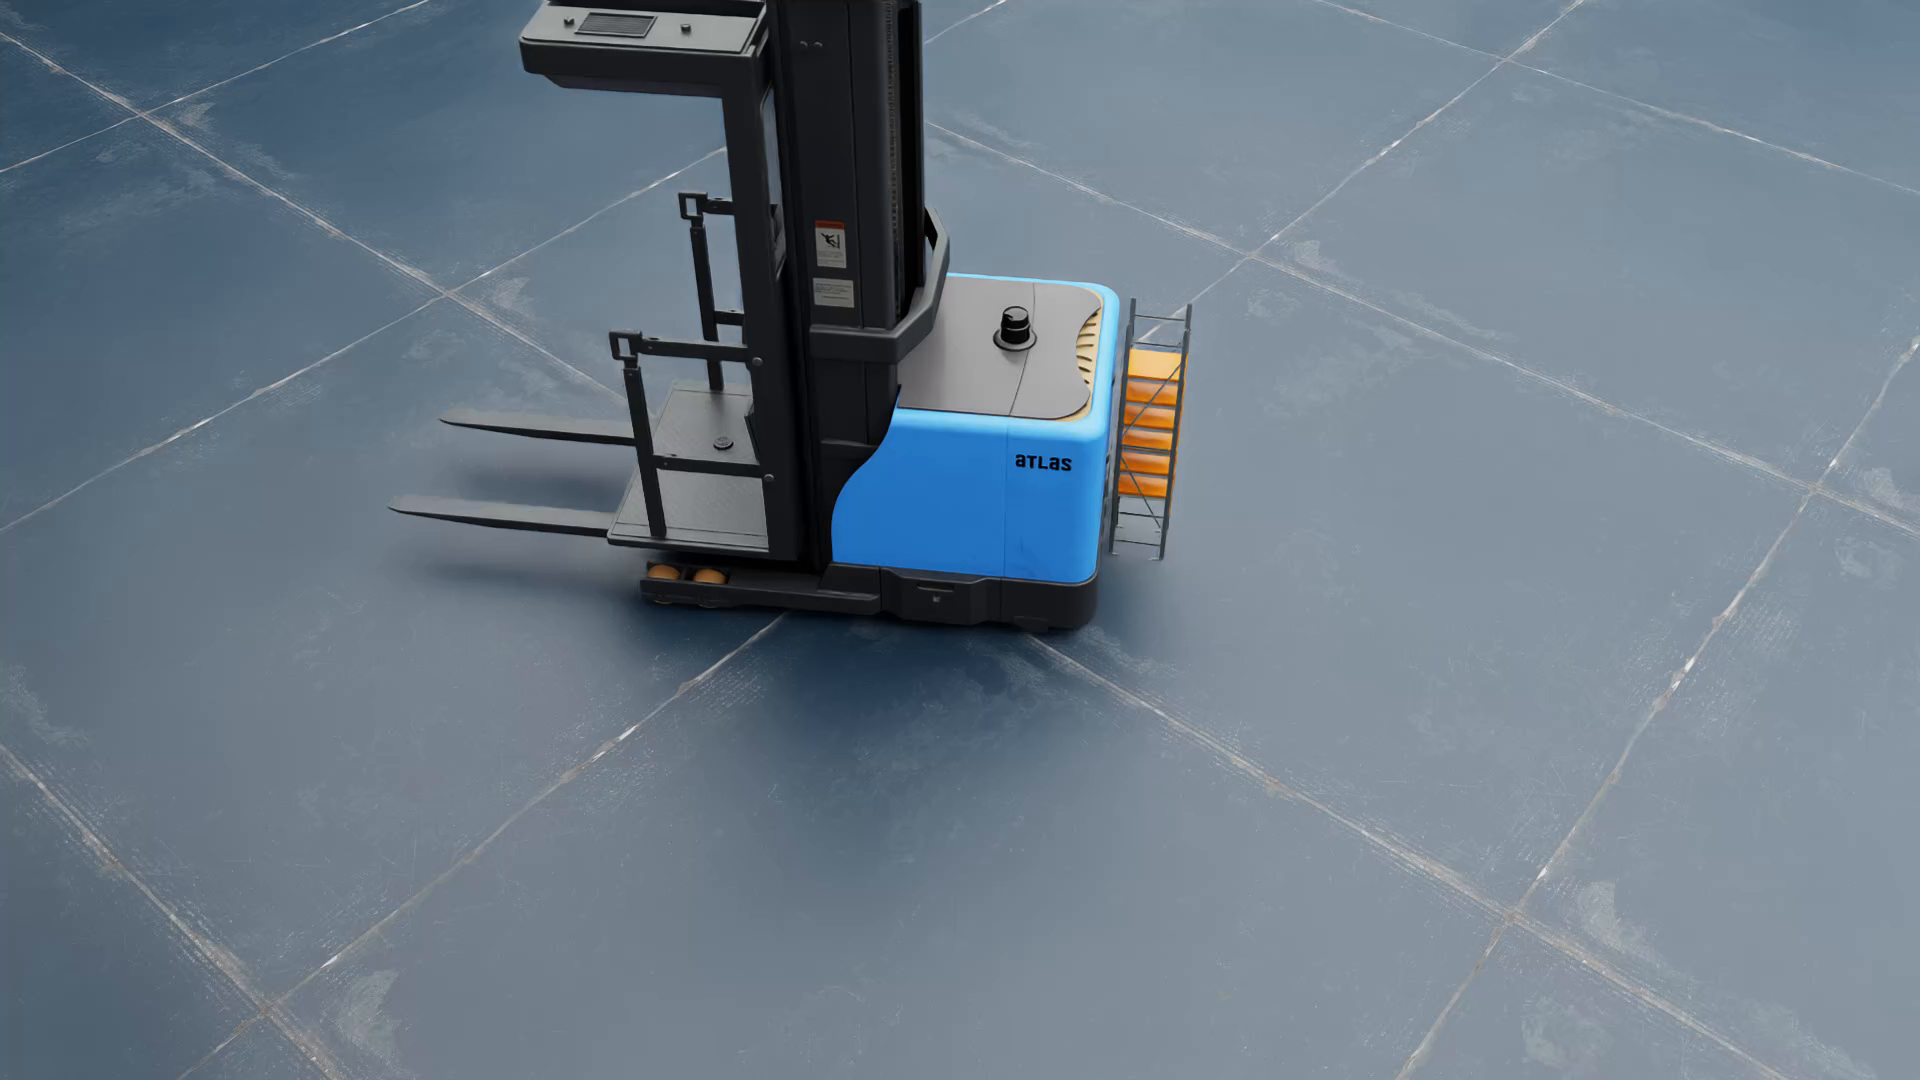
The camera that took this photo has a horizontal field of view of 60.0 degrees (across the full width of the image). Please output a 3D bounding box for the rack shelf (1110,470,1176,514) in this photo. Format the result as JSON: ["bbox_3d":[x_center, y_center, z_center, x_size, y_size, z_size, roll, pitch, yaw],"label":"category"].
[{"bbox_3d":[0.773,-0.220,7.022,0.258,0.103,0.180,7,43,7],"label":"rack shelf"}]

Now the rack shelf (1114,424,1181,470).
[{"bbox_3d":[0.773,-0.397,6.861,0.258,0.103,0.180,7,43,7],"label":"rack shelf"}]

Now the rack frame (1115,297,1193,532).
[{"bbox_3d":[0.789,-0.491,6.898,0.240,1.200,0.006,7,43,7],"label":"rack frame"}]

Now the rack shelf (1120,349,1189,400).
[{"bbox_3d":[0.773,-0.664,6.619,0.258,0.103,0.180,7,43,7],"label":"rack shelf"}]

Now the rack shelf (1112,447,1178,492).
[{"bbox_3d":[0.773,-0.308,6.942,0.258,0.103,0.180,7,43,7],"label":"rack shelf"}]

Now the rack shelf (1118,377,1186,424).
[{"bbox_3d":[0.773,-0.575,6.700,0.258,0.103,0.180,7,43,7],"label":"rack shelf"}]

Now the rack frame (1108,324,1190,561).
[{"bbox_3d":[0.758,-0.370,6.764,0.240,1.200,0.006,7,43,7],"label":"rack frame"}]

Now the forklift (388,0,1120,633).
[{"bbox_3d":[-0.893,-1.147,6.333,3.031,2.935,1.130,5,43,6],"label":"forklift"}]

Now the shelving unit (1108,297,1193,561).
[{"bbox_3d":[0.773,-0.430,6.831,0.258,1.200,0.189,7,43,7],"label":"shelving unit"}]

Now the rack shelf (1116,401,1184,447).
[{"bbox_3d":[0.773,-0.486,6.780,0.258,0.103,0.180,7,43,7],"label":"rack shelf"}]
